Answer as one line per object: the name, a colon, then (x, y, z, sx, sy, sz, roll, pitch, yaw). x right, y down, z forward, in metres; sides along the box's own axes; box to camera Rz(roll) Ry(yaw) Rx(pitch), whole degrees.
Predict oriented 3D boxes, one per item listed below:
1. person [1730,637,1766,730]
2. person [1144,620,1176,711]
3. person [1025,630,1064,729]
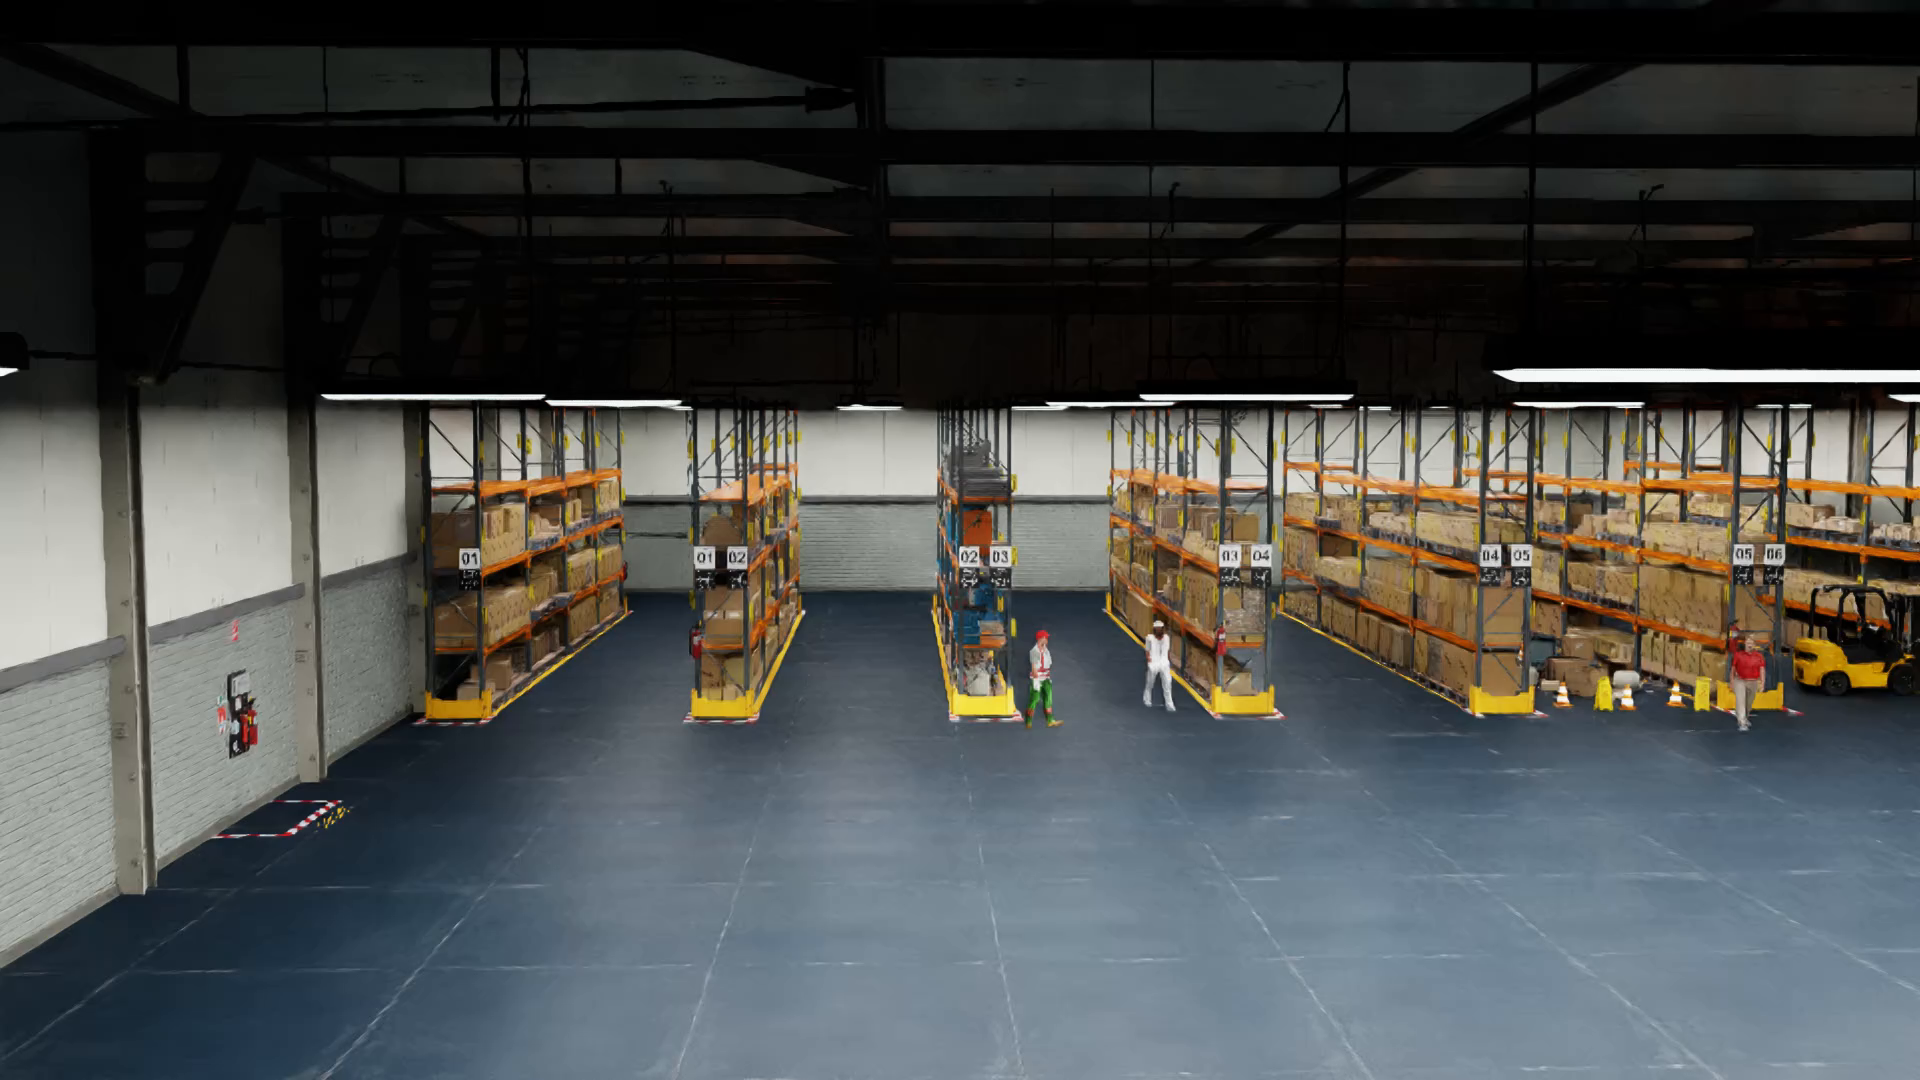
person: (14.166, 2.567, 29.881, 0.535, 1.657, 1.029, 1, 4, 7)
person: (3.794, 2.389, 31.870, 0.550, 1.724, 1.029, -1, 4, -10)
person: (1.460, 2.502, 29.997, 0.529, 1.784, 0.628, 3, 5, 34)
